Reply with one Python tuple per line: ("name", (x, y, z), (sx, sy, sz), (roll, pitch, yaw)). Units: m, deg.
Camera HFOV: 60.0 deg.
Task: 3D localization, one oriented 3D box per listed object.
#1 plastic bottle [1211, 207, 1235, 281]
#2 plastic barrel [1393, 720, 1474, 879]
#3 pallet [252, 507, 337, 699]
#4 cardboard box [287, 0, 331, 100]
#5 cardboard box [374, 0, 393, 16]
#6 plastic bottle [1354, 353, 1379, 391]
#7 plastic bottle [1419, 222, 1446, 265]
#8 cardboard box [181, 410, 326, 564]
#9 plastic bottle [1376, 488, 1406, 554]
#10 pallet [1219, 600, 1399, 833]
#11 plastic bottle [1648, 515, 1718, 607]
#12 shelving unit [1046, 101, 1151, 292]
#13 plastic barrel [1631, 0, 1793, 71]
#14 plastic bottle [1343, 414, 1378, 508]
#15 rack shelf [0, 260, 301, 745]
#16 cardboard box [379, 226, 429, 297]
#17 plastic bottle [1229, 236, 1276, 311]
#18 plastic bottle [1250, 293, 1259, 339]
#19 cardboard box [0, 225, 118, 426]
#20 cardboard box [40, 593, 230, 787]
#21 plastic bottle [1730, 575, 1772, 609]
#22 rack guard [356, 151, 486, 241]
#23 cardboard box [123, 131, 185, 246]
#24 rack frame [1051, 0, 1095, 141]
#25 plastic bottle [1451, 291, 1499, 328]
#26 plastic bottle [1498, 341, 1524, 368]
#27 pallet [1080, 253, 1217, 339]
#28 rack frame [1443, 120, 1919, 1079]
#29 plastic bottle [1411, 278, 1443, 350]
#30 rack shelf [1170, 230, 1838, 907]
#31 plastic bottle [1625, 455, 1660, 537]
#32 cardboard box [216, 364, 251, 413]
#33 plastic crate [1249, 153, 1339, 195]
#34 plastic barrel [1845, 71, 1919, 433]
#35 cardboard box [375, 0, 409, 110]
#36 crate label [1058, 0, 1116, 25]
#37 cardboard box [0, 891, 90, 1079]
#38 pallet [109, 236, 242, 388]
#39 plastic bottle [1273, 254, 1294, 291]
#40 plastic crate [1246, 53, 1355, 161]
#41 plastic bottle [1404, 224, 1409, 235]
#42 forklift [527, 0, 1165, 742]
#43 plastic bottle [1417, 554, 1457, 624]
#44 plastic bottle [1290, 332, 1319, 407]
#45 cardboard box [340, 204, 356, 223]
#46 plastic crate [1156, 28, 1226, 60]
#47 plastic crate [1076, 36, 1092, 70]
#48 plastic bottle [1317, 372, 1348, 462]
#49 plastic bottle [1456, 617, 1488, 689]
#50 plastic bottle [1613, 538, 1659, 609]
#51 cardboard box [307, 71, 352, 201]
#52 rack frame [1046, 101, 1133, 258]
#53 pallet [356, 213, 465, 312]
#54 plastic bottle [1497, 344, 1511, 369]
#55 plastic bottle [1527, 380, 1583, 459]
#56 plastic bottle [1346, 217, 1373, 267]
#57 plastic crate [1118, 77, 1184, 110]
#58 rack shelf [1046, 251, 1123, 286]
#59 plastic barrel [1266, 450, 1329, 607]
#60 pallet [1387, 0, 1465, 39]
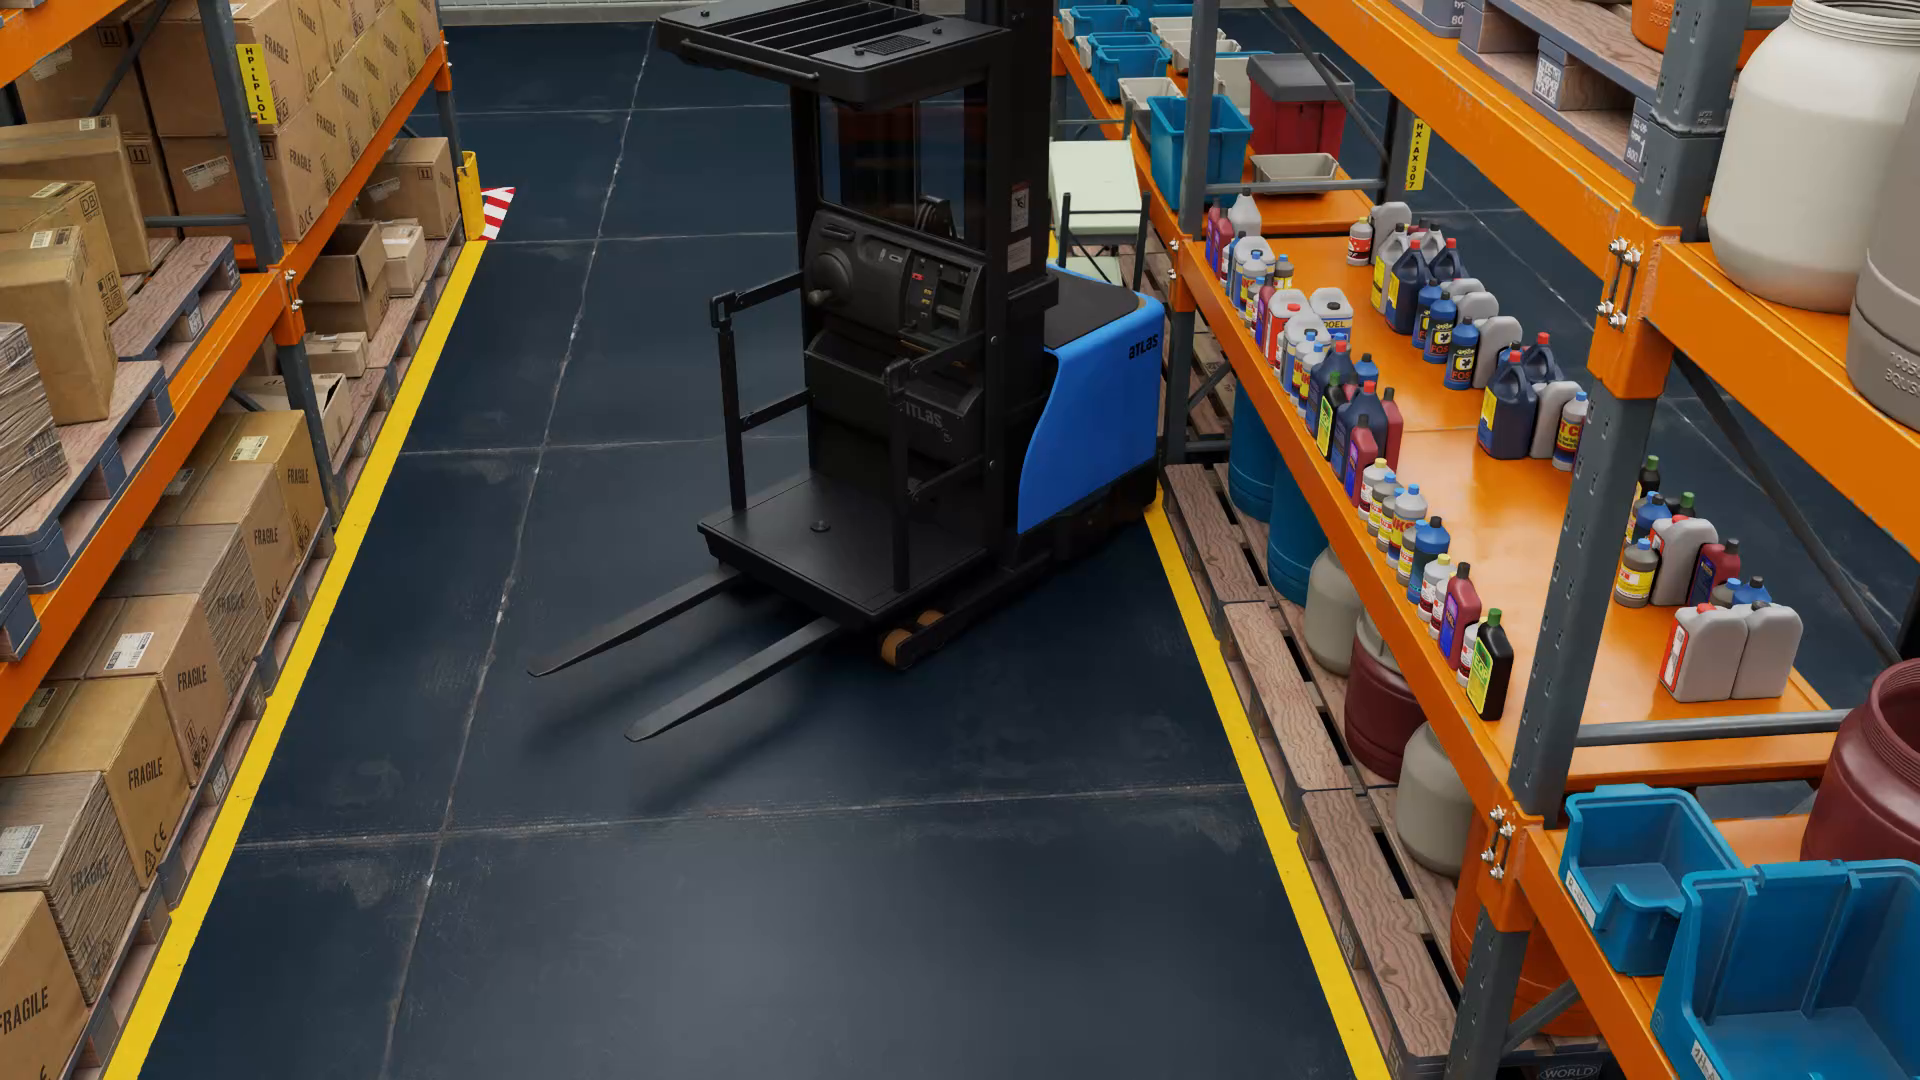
("plastic bottle", (1.115, -1.254, 7.038), (0.061, 0.283, 0.133), (-3, 31, -5))
("plastic barrel", (1.663, 0.817, 5.474), (0.421, 0.512, 0.421), (0, 31, 0))
("pallet", (-3.325, 0.266, 7.099), (1.003, 0.211, 1.213), (-3, 31, -5))
("cardboard box", (-3.251, -2.334, 7.660), (0.500, 0.500, 0.500), (-4, 31, -6))
("cardboard box", (-3.396, -3.123, 8.980), (0.500, 0.500, 0.500), (-2, 31, -3))
("plastic bottle", (1.411, -0.526, 5.831), (0.097, 0.271, 0.097), (0, 31, 0))
("plastic bottle", (1.905, -1.105, 6.723), (0.144, 0.351, 0.185), (-3, 31, -5))
("cardboard box", (-3.107, -0.222, 7.205), (0.500, 0.500, 0.500), (-3, 31, -5))
("plastic bottle", (1.345, -0.065, 5.127), (0.097, 0.201, 0.097), (0, 31, 0))
("pallet", (1.641, 0.637, 6.477), (1.003, 0.211, 1.213), (-3, 31, -5))
("plastic bottle", (2.105, 0.043, 4.874), (0.152, 0.276, 0.135), (-3, 31, -5))
("shelving unit", (0.648, -1.345, 8.379), (0.431, 1.500, 0.755), (-1, 48, -2))
("plastic barrel", (1.817, -1.480, 3.550), (0.600, 0.830, 0.708), (-3, 31, -5))
("plastic bottle", (1.298, -0.257, 5.370), (0.061, 0.283, 0.133), (-3, 31, -5))
("rack shelf", (-3.252, -0.015, 5.551), (1.077, 0.370, 4.000), (-3, 31, -5))
("cardboard box", (-3.457, -1.643, 9.828), (0.500, 0.250, 0.500), (-3, 31, -5))
("plastic bottle", (1.192, -1.085, 6.763), (0.152, 0.276, 0.135), (-3, 31, -5))
("plastic bottle", (1.193, -0.893, 6.514), (0.097, 0.201, 0.097), (0, 31, 0))
("cardboard box", (-3.212, -0.669, 5.438), (0.700, 0.500, 0.500), (-11, 32, -17))
("cardboard box", (-2.973, 0.546, 5.919), (0.500, 0.500, 0.500), (-4, 31, -6))
("plastic bottle", (2.165, 0.220, 4.581), (0.097, 0.271, 0.097), (0, 31, 0))
("rack guard", (-3.805, -2.275, 11.071), (1.175, 0.500, 0.348), (-3, 31, -5))
("cardboard box", (-3.741, -1.631, 7.457), (0.500, 0.500, 0.500), (-2, 31, -4))
("rack frame", (1.120, -3.622, 10.889), (1.000, 3.000, 0.127), (-3, 31, -5))
("plastic bottle", (1.946, -0.828, 6.333), (0.152, 0.276, 0.135), (-3, 31, -5))
("plastic bottle", (1.958, -0.579, 5.920), (0.097, 0.271, 0.097), (0, 31, 0))
("pallet", (1.269, -1.381, 9.856), (1.003, 0.211, 1.213), (-3, 31, -5))
("rack frame", (1.867, 0.462, 4.051), (1.000, 3.000, 0.127), (-3, 31, -5))
("plastic bottle", (1.811, -0.880, 6.423), (0.097, 0.271, 0.097), (0, 31, 0))
("rack shelf", (1.680, -0.250, 5.945), (1.077, 0.370, 4.000), (-3, 31, -5))
("plastic bottle", (2.117, -0.149, 5.188), (0.061, 0.283, 0.133), (-3, 31, -5))
("cardboard box", (-3.774, -0.738, 8.068), (0.500, 0.500, 0.500), (-3, 31, -5))
("plastic crate", (1.592, -1.737, 7.932), (0.396, 0.136, 0.243), (-3, 31, -5))
("plastic barrel", (1.728, -0.611, 2.434), (0.600, 0.901, 0.600), (0, 31, 0))
("cardboard box", (-3.406, -2.694, 9.238), (0.500, 0.500, 0.500), (-3, 31, -4))
("crate label", (0.815, -3.434, 10.679), (0.416, 0.233, 0.303), (-3, 31, -5))
("cardboard box", (-2.823, 1.336, 4.597), (0.500, 0.500, 0.500), (-1, 31, -2))
("pallet", (-3.473, -0.849, 6.433), (1.003, 0.211, 1.213), (-3, 31, -5))
("plastic bottle", (1.314, -1.069, 6.808), (0.097, 0.201, 0.097), (0, 31, 0))
("plastic crate", (1.660, -2.101, 8.222), (0.402, 0.464, 0.583), (-3, 31, -5))
("plastic bottle", (1.890, -1.251, 7.113), (0.097, 0.201, 0.097), (0, 31, 0))
("forklift", (-0.423, -1.019, 6.598), (1.130, 2.935, 3.031), (25, 39, 35))
("plastic bottle", (1.381, 0.134, 4.794), (0.097, 0.201, 0.097), (0, 31, 0))
("plastic bottle", (1.249, -0.619, 5.986), (0.097, 0.271, 0.097), (0, 31, 0))
("cardboard box", (-3.997, -1.849, 10.172), (0.500, 0.250, 0.500), (-3, 31, -5))
("plastic crate", (1.389, -2.979, 10.010), (0.396, 0.136, 0.243), (-3, 31, -5))
("plastic crate", (0.826, -2.879, 9.843), (0.250, 0.136, 0.298), (-3, 31, -5))
("plastic bottle", (1.268, -0.420, 5.642), (0.061, 0.283, 0.133), (-3, 31, -5))
("plastic bottle", (1.412, 0.302, 4.514), (0.097, 0.201, 0.097), (0, 31, 0))
("plastic bottle", (1.983, 0.090, 4.867), (0.097, 0.201, 0.097), (0, 31, 0))
("cardboard box", (-3.266, -1.922, 7.945), (0.500, 0.500, 0.500), (-2, 31, -4))
("rack frame", (0.633, -1.615, 8.626), (0.400, 1.500, 0.023), (-1, 48, -2))
("pallet", (-3.730, -1.744, 10.464), (1.003, 0.211, 1.213), (-3, 31, -5))
("plastic bottle", (2.006, -0.620, 6.057), (0.097, 0.201, 0.097), (0, 31, 0))
("plastic bottle", (2.019, -0.429, 5.664), (0.152, 0.276, 0.135), (-3, 31, -5))
("plastic bottle", (1.730, -1.294, 7.184), (0.097, 0.201, 0.097), (0, 31, 0))
("plastic crate", (1.032, -2.367, 8.987), (0.293, 0.136, 0.466), (-3, 31, -5))
("rack shelf", (0.644, -1.125, 8.620), (0.431, 0.370, 0.720), (-1, 48, -2))
("plastic barrel", (1.594, -0.219, 6.829), (0.600, 0.901, 0.708), (-3, 31, -5))
("pallet", (1.773, -1.812, 5.118), (1.003, 0.211, 1.213), (-3, 31, -5))
